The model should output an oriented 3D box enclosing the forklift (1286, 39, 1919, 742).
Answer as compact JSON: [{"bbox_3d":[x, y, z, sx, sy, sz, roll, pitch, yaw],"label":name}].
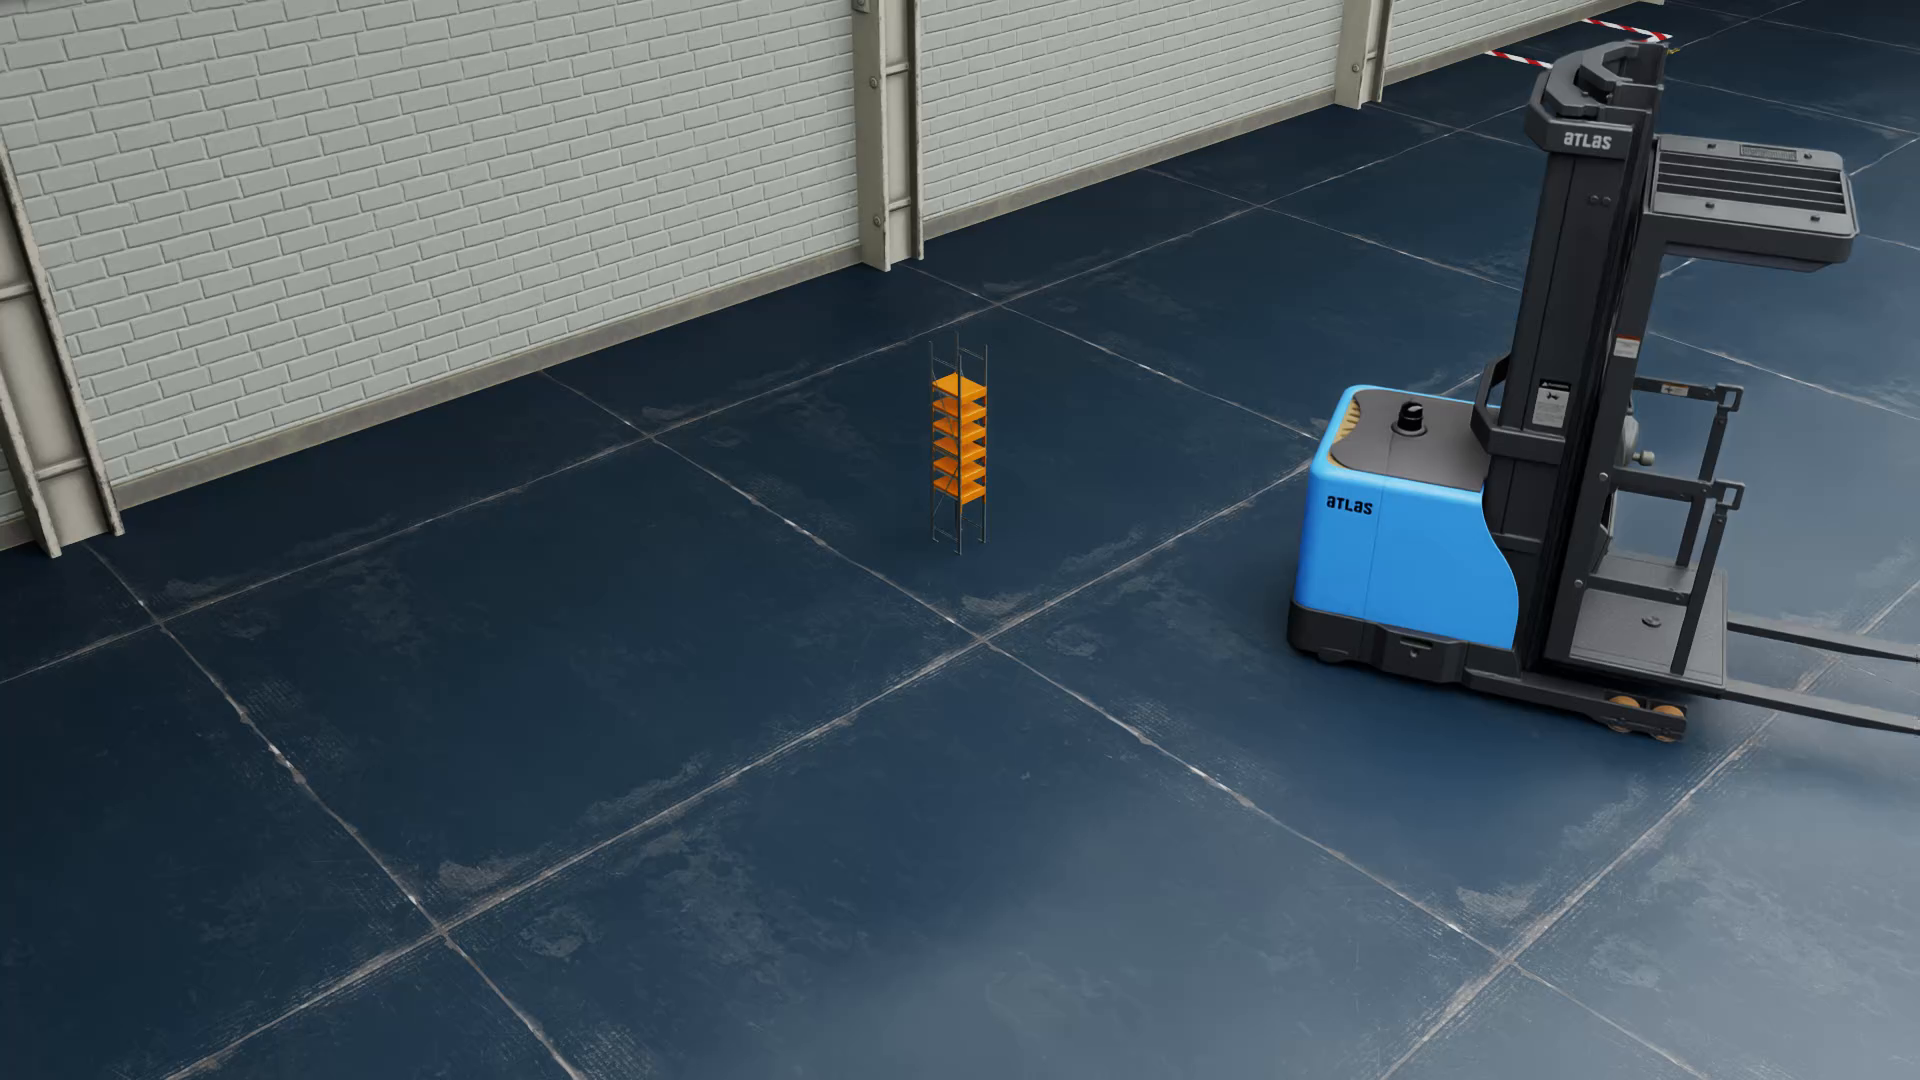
[{"bbox_3d":[3.200,-0.630,7.471,3.031,2.935,1.130,12,33,18],"label":"forklift"}]

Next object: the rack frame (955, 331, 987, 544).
[{"bbox_3d":[0.056,-0.539,8.982,0.006,1.200,0.240,-26,40,-35],"label":"rack frame"}]

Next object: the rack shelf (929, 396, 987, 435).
[{"bbox_3d":[-0.011,-0.674,8.827,0.180,0.103,0.258,-26,40,-35],"label":"rack shelf"}]

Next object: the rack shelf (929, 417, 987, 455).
[{"bbox_3d":[-0.011,-0.571,8.889,0.180,0.103,0.258,-26,40,-35],"label":"rack shelf"}]

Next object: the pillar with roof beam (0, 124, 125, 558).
[{"bbox_3d":[-1.996,-2.220,4.254,0.400,9.000,9.100,-26,40,-35],"label":"pillar with roof beam"}]

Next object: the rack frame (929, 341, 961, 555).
[{"bbox_3d":[-0.078,-0.474,8.876,0.006,1.200,0.240,-26,40,-35],"label":"rack frame"}]

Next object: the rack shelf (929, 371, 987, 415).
[{"bbox_3d":[-0.011,-0.776,8.764,0.180,0.103,0.258,-26,40,-35],"label":"rack shelf"}]

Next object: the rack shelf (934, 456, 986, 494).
[{"bbox_3d":[-0.011,-0.366,9.014,0.180,0.103,0.258,-26,40,-35],"label":"rack shelf"}]

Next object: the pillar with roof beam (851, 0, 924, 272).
[{"bbox_3d":[2.403,-4.348,7.734,0.400,9.000,9.100,-26,40,-35],"label":"pillar with roof beam"}]

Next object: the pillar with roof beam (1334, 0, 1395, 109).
[{"bbox_3d":[6.803,-6.476,11.215,0.400,9.000,9.100,-26,40,-35],"label":"pillar with roof beam"}]

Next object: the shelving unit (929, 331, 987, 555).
[{"bbox_3d":[-0.011,-0.507,8.929,0.189,1.200,0.258,-26,40,-35],"label":"shelving unit"}]

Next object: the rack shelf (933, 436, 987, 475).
[{"bbox_3d":[-0.011,-0.469,8.952,0.180,0.103,0.258,-26,40,-35],"label":"rack shelf"}]

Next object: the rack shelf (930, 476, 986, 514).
[{"bbox_3d":[-0.011,-0.264,9.077,0.180,0.103,0.258,-26,40,-35],"label":"rack shelf"}]
